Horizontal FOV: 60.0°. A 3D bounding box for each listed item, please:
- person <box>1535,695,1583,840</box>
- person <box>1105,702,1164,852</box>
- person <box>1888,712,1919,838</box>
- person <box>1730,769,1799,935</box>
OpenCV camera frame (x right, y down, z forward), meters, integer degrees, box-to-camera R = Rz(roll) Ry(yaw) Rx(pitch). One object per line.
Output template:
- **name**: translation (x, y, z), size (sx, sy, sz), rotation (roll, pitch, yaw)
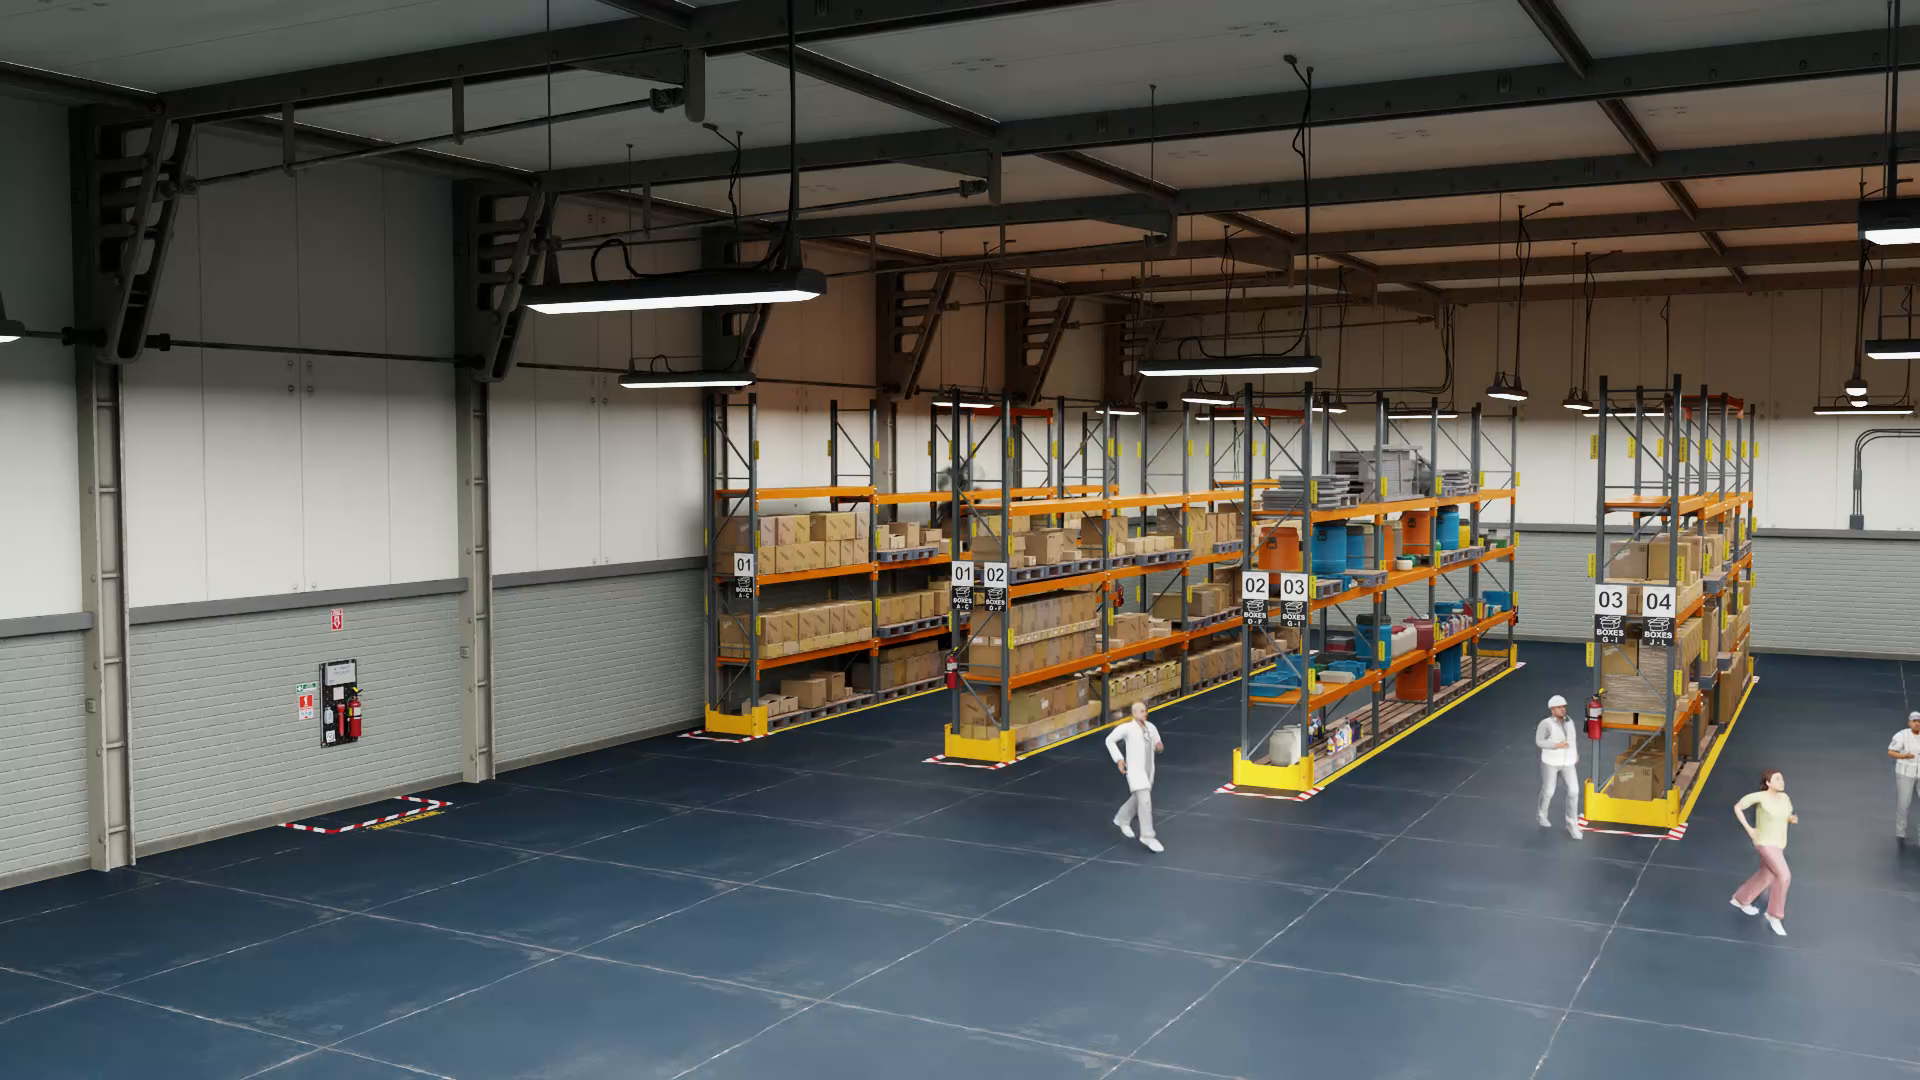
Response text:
- **person**: translation (7.784, 2.934, 21.662), size (0.657, 1.829, 0.748), rotation (0, 3, -6)
- **person**: translation (2.259, 2.954, 21.042), size (0.677, 1.810, 0.987), rotation (-3, 4, -40)
- **person**: translation (12.104, 3.044, 21.100), size (0.604, 1.751, 0.662), rotation (1, 3, 22)
- **person**: translation (8.484, 3.281, 17.515), size (0.556, 1.618, 0.787), rotation (-1, 3, -24)
